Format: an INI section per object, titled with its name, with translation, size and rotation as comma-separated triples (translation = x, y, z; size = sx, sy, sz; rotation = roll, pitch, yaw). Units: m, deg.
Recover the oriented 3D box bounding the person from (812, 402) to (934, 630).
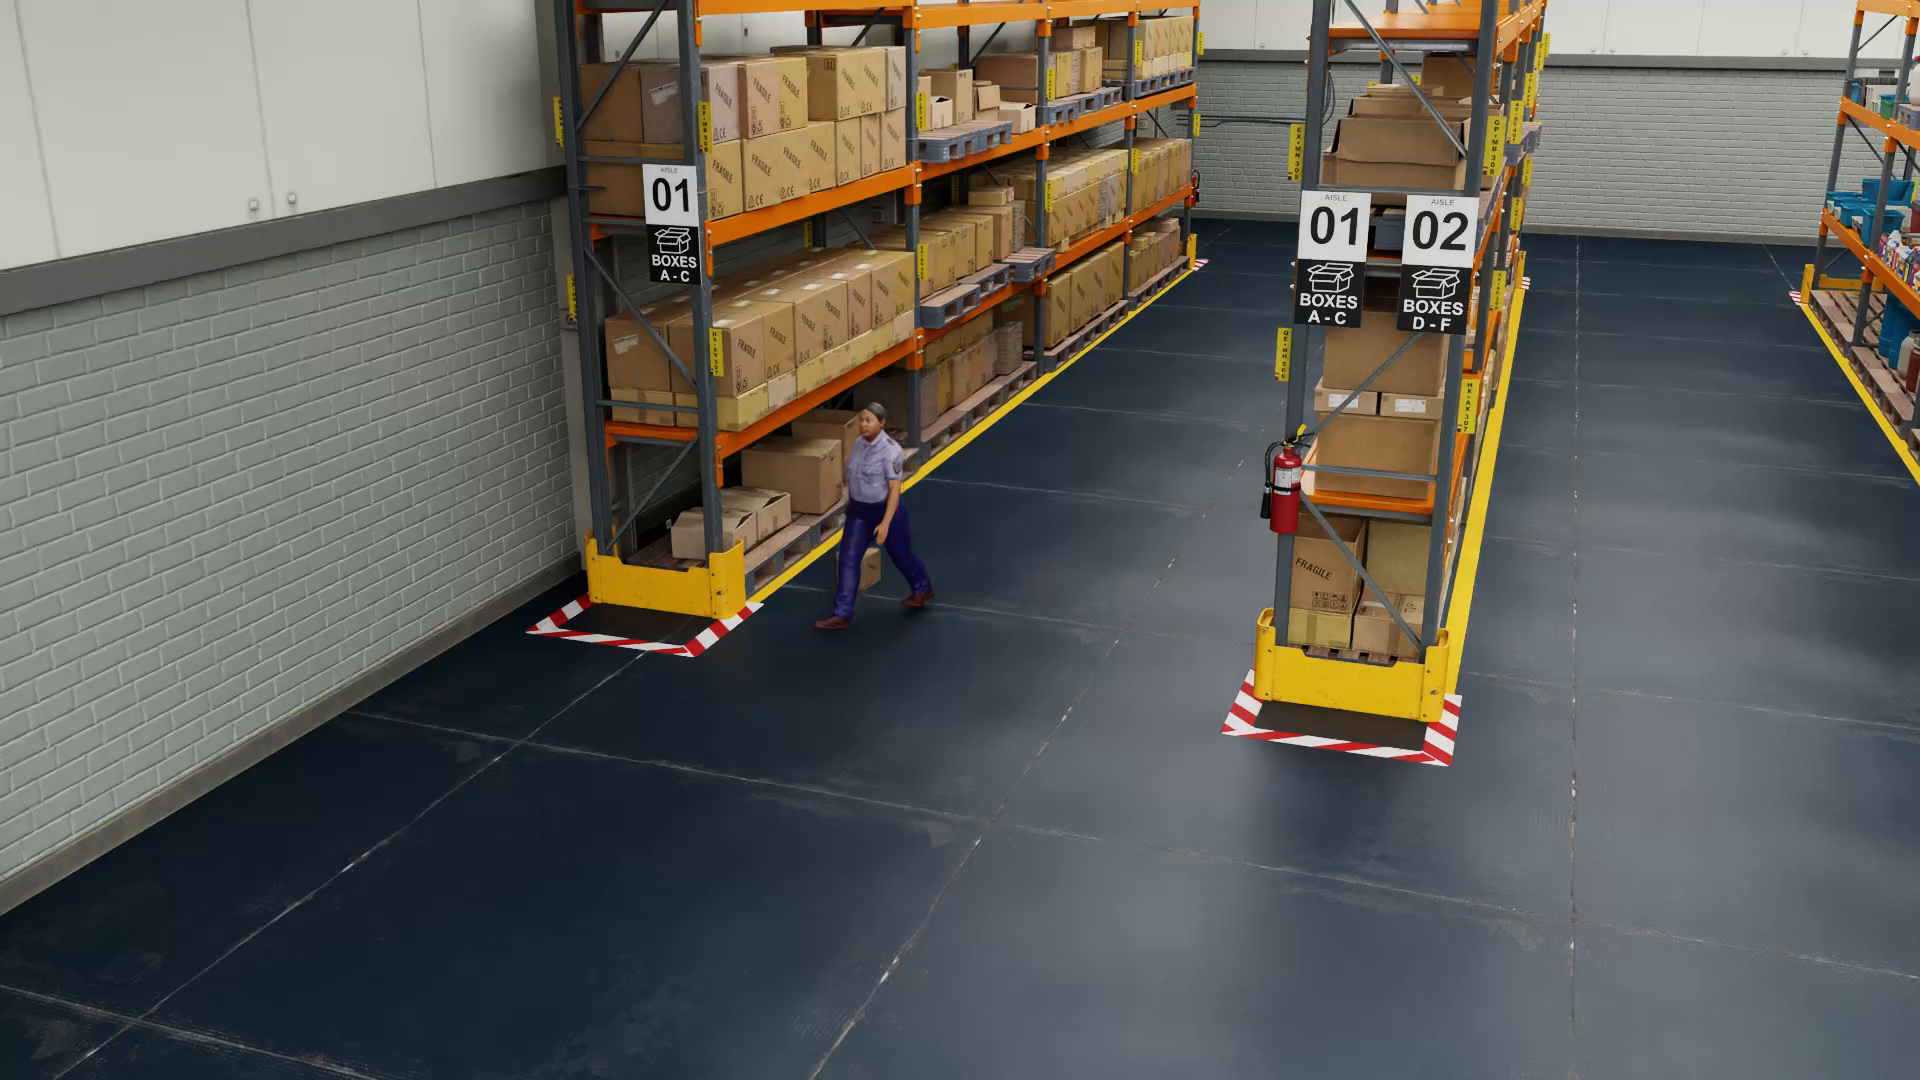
[person]
translation = -0.594, -0.183, 11.639
size = 0.515, 1.595, 1.036
rotation = 14, 24, 36
